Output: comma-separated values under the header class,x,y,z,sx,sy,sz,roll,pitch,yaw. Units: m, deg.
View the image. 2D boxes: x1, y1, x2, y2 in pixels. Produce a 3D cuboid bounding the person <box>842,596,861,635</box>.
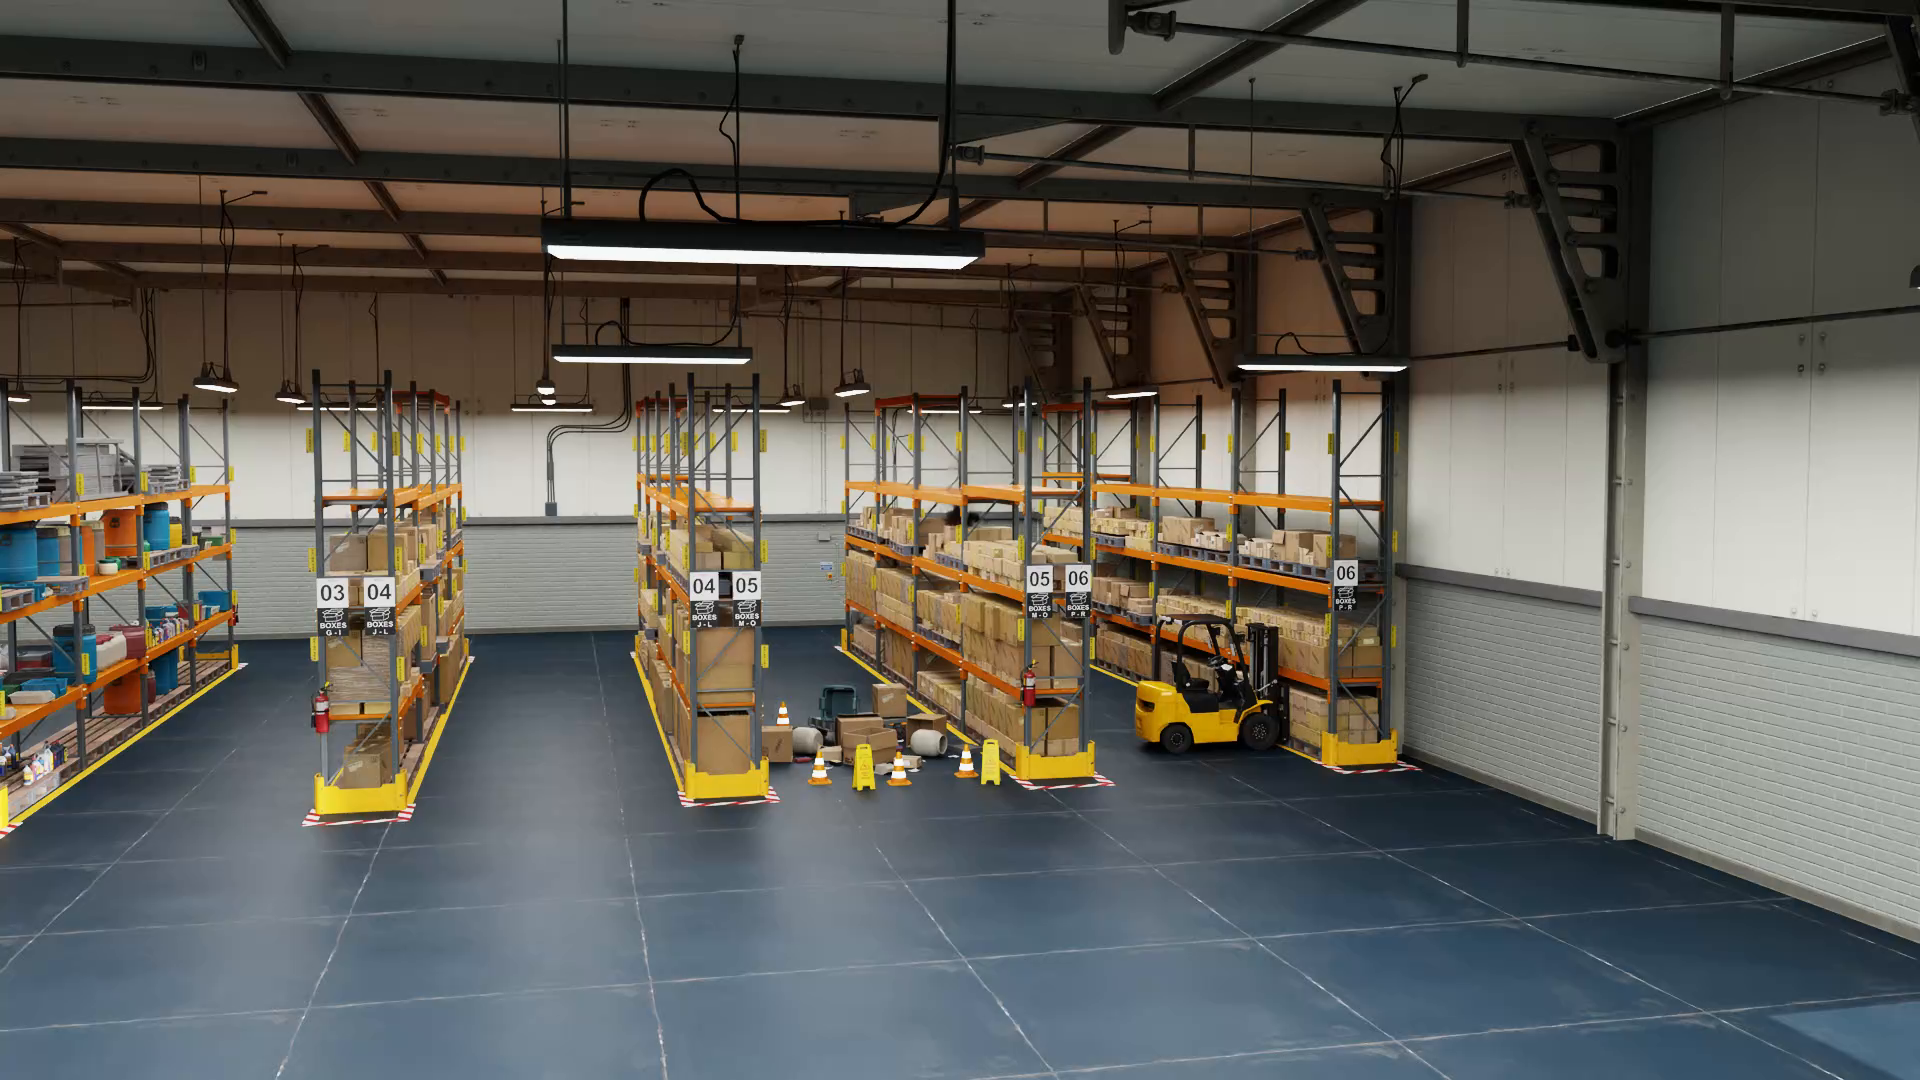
class,x,y,z,sx,sy,sz,roll,pitch,yaw
person,-2.655,1.710,41.788,0.774,1.739,0.745,1,3,14
